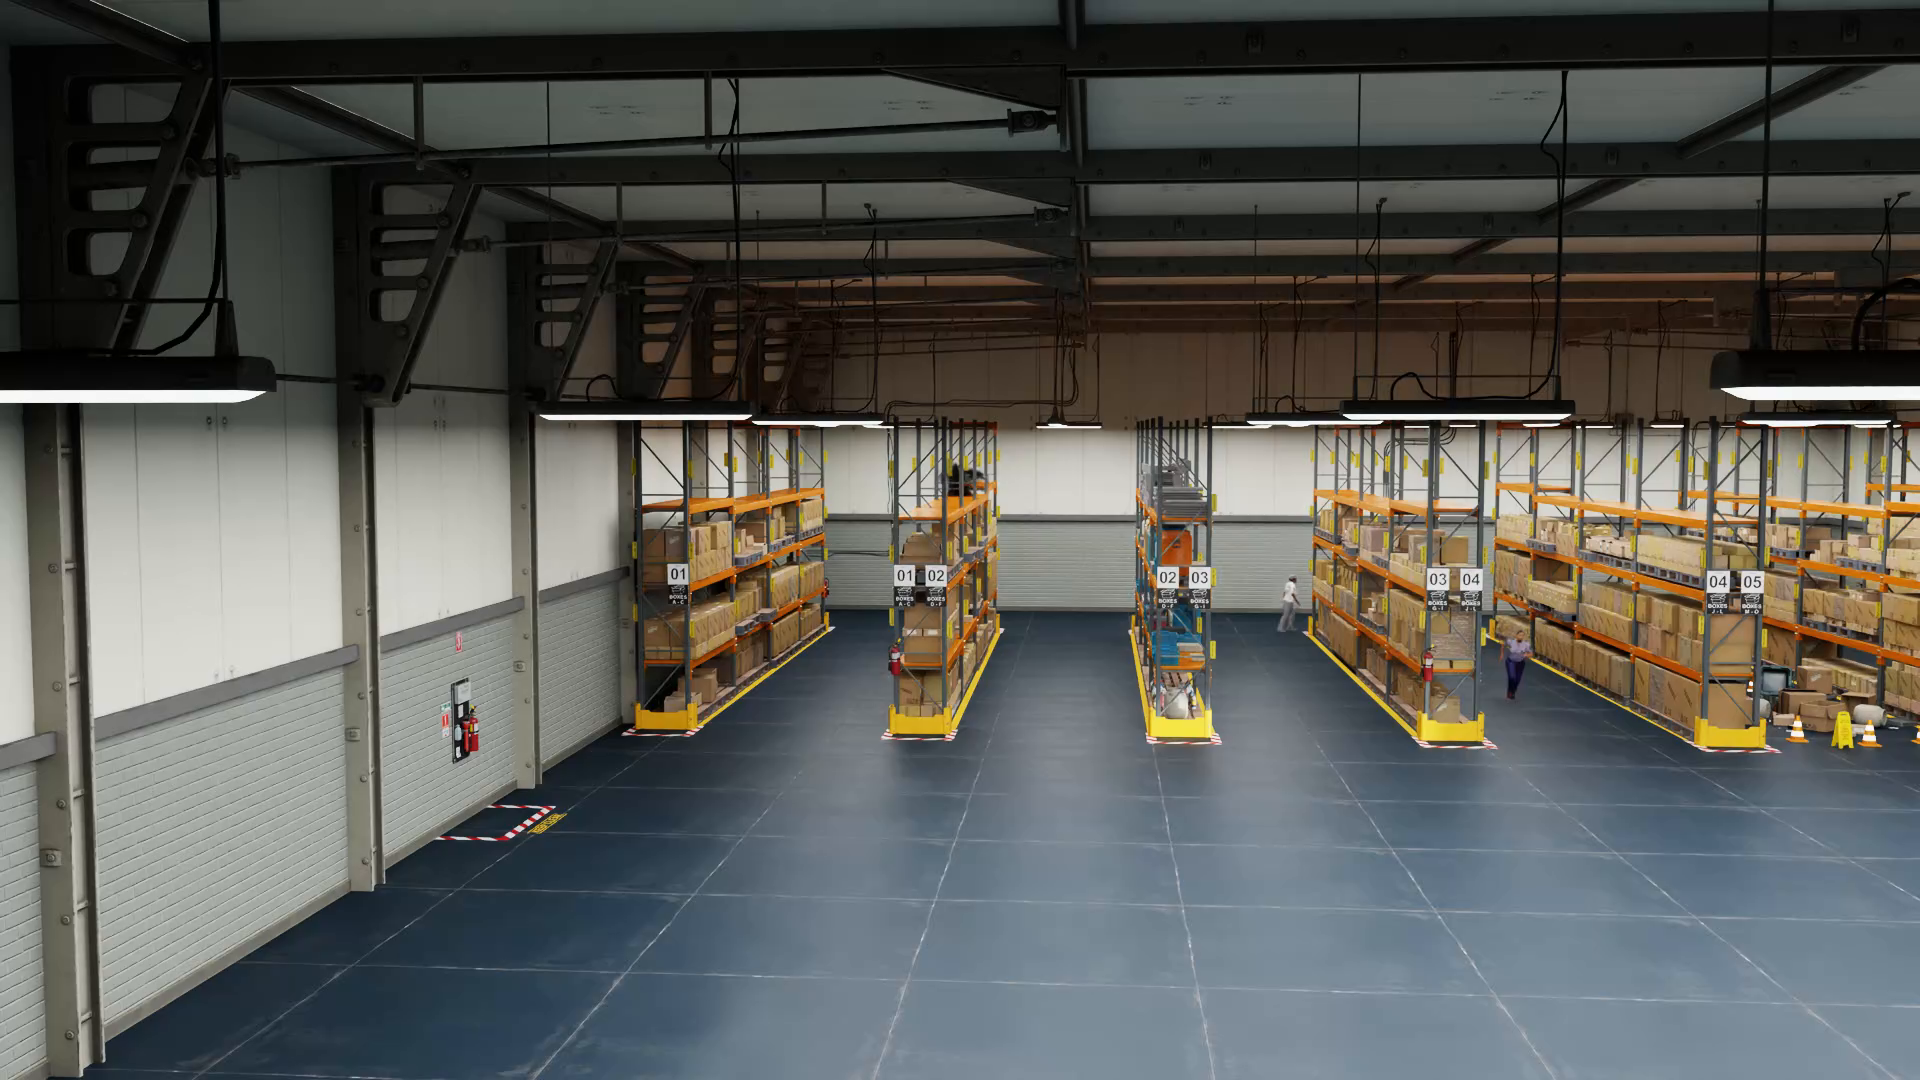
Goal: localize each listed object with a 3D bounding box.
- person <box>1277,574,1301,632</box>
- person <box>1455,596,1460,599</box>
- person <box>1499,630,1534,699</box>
[{"bbox_3d":[9.400,1.799,47.671,0.670,1.650,0.577,0,4,-3],"label":"person"},{"bbox_3d":[13.526,1.966,44.932,0.519,1.699,0.768,1,4,11],"label":"person"},{"bbox_3d":[11.833,2.620,35.355,0.594,1.476,0.936,0,4,1],"label":"person"}]
